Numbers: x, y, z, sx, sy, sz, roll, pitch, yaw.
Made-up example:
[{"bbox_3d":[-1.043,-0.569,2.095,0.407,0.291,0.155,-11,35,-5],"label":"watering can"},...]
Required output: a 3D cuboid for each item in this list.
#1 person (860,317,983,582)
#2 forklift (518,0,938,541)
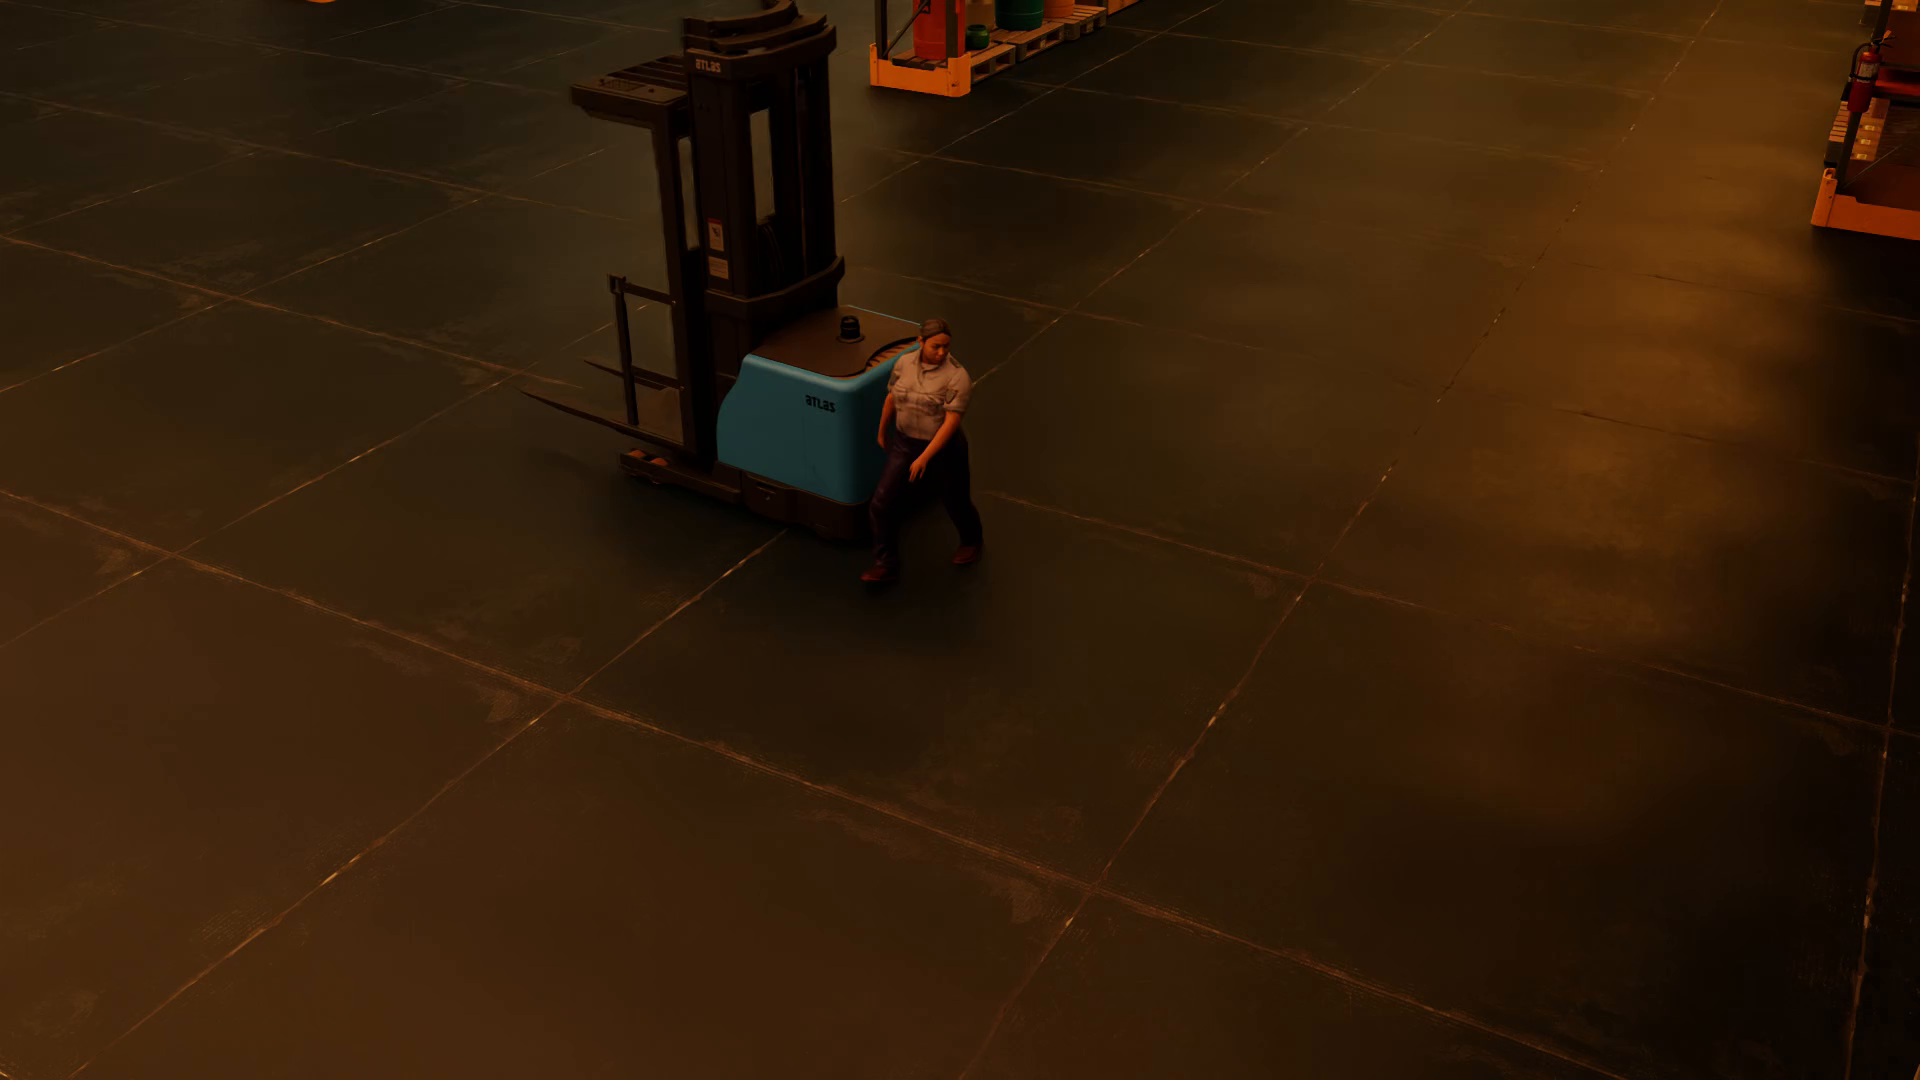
[{"bbox_3d":[-0.236,-0.503,9.317,0.626,1.585,0.814,12,32,20],"label":"person"},{"bbox_3d":[-1.576,-1.824,10.231,3.031,2.935,1.130,19,35,29],"label":"forklift"}]
